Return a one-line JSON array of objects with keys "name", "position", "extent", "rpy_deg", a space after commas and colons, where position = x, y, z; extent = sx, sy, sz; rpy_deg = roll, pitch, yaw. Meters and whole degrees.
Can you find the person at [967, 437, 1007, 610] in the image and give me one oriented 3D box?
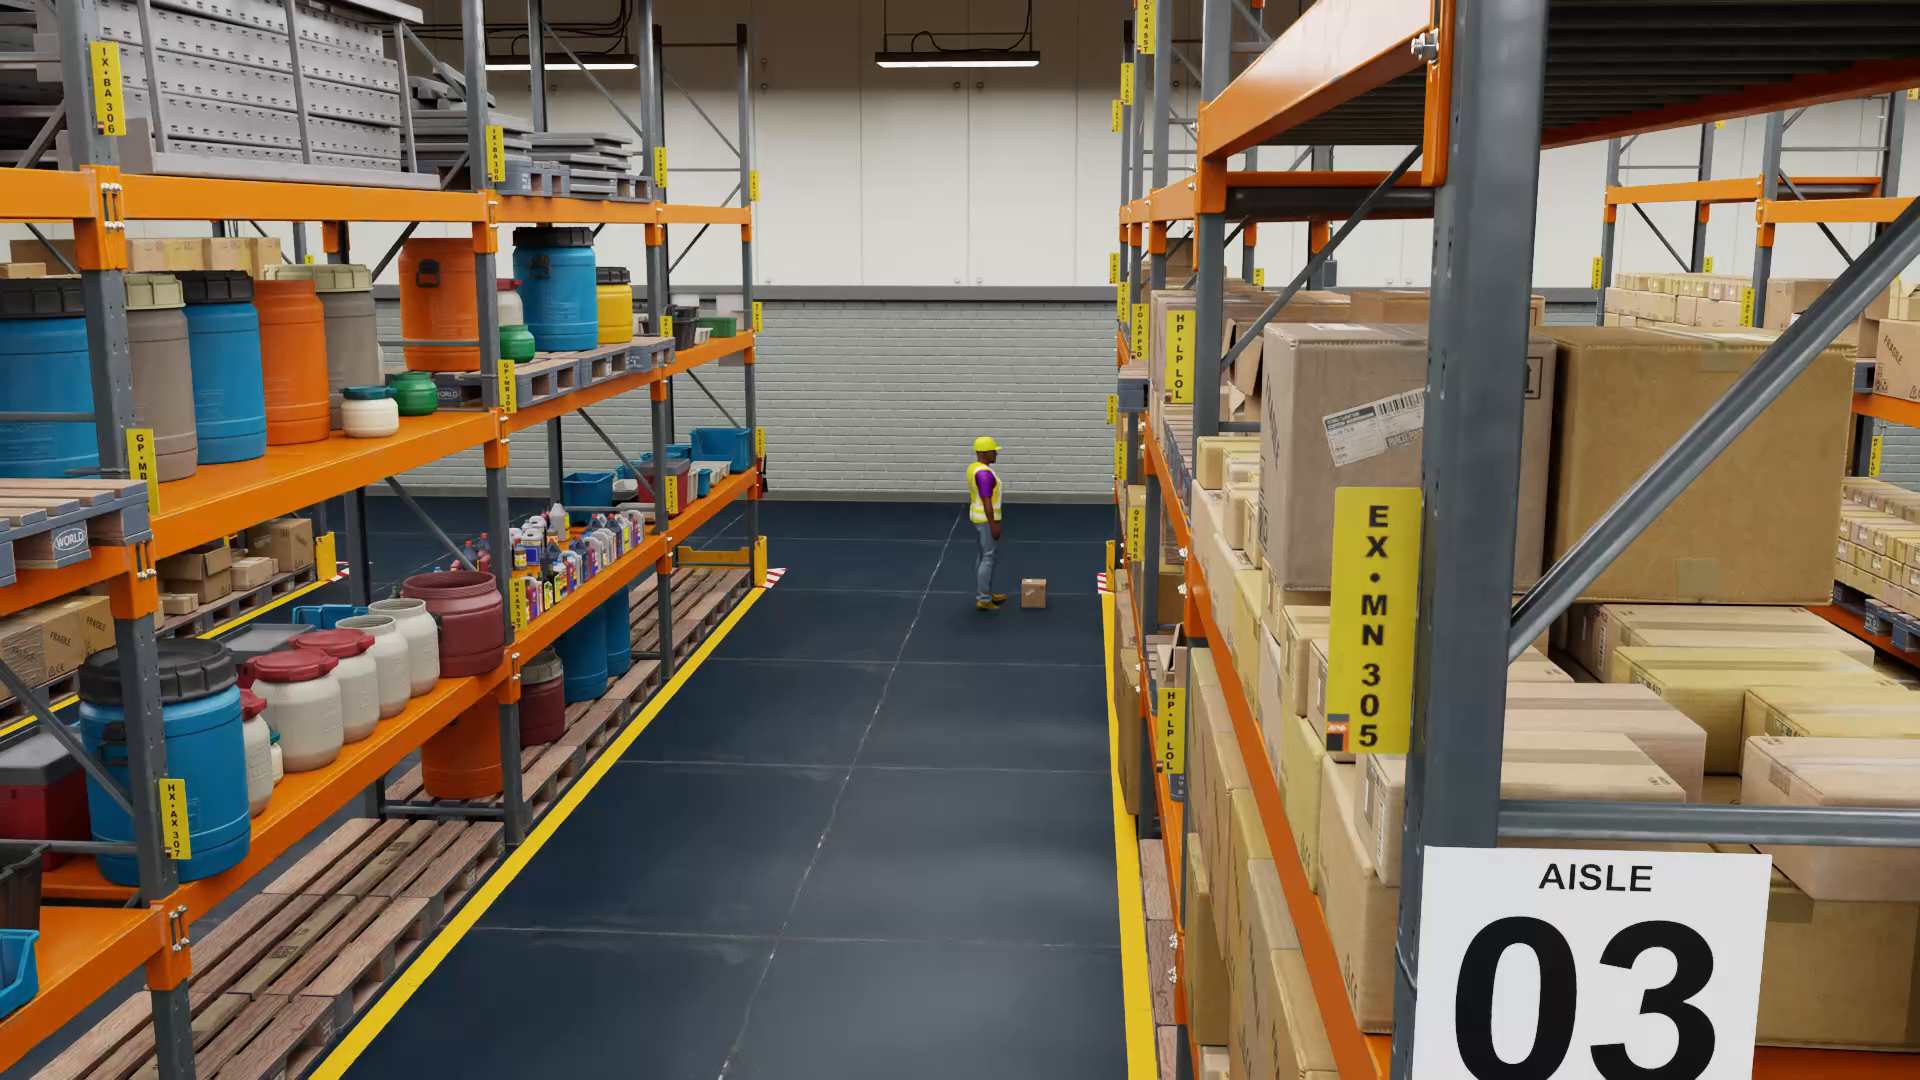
[{"name": "person", "position": [0.303, -0.178, 17.375], "extent": [0.412, 1.815, 0.599], "rpy_deg": [-2, 11, -10]}]
